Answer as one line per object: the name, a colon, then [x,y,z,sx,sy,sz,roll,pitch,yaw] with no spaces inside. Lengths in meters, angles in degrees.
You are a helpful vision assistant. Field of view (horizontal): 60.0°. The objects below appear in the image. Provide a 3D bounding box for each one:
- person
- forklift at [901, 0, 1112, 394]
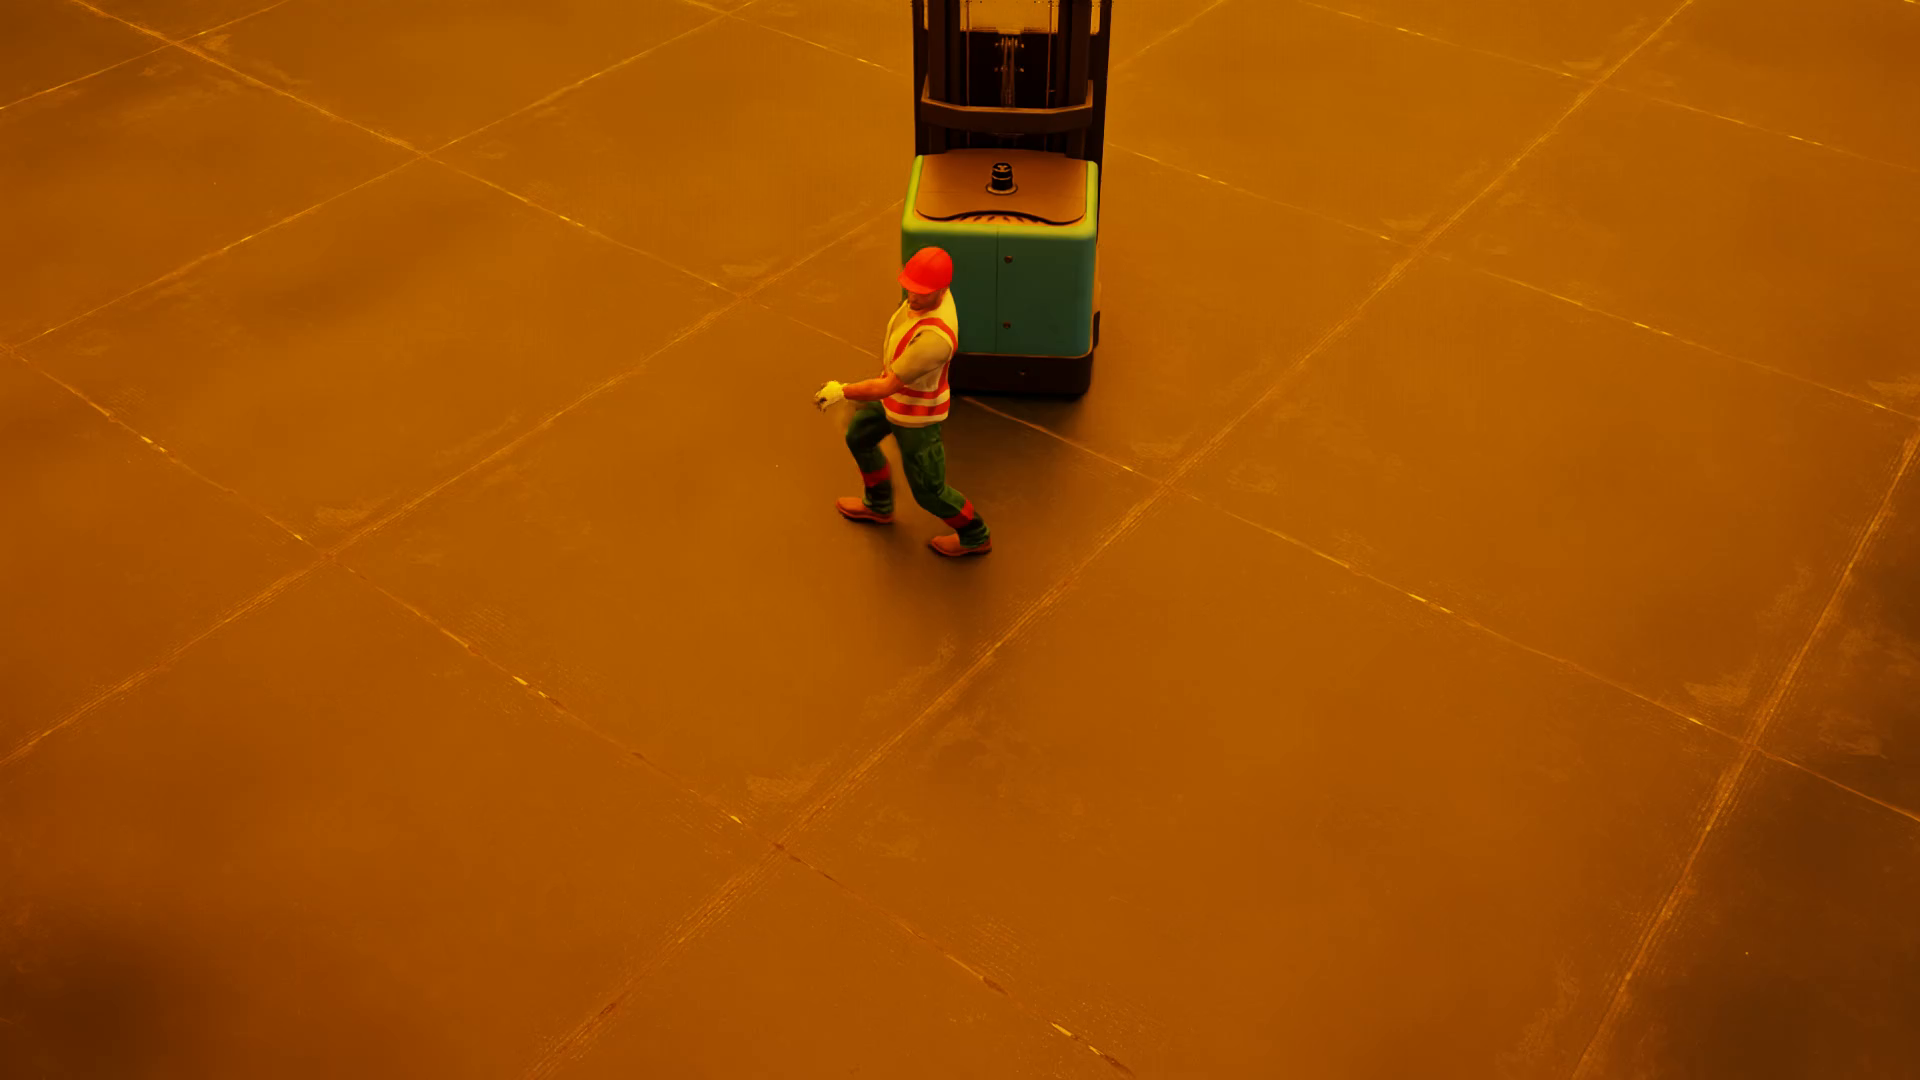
person: [-0.299,-0.673,7.820,0.818,1.704,0.722,-11,42,-12]
forklift: [0.302,-2.864,9.433,1.130,2.935,3.031,3,41,3]
